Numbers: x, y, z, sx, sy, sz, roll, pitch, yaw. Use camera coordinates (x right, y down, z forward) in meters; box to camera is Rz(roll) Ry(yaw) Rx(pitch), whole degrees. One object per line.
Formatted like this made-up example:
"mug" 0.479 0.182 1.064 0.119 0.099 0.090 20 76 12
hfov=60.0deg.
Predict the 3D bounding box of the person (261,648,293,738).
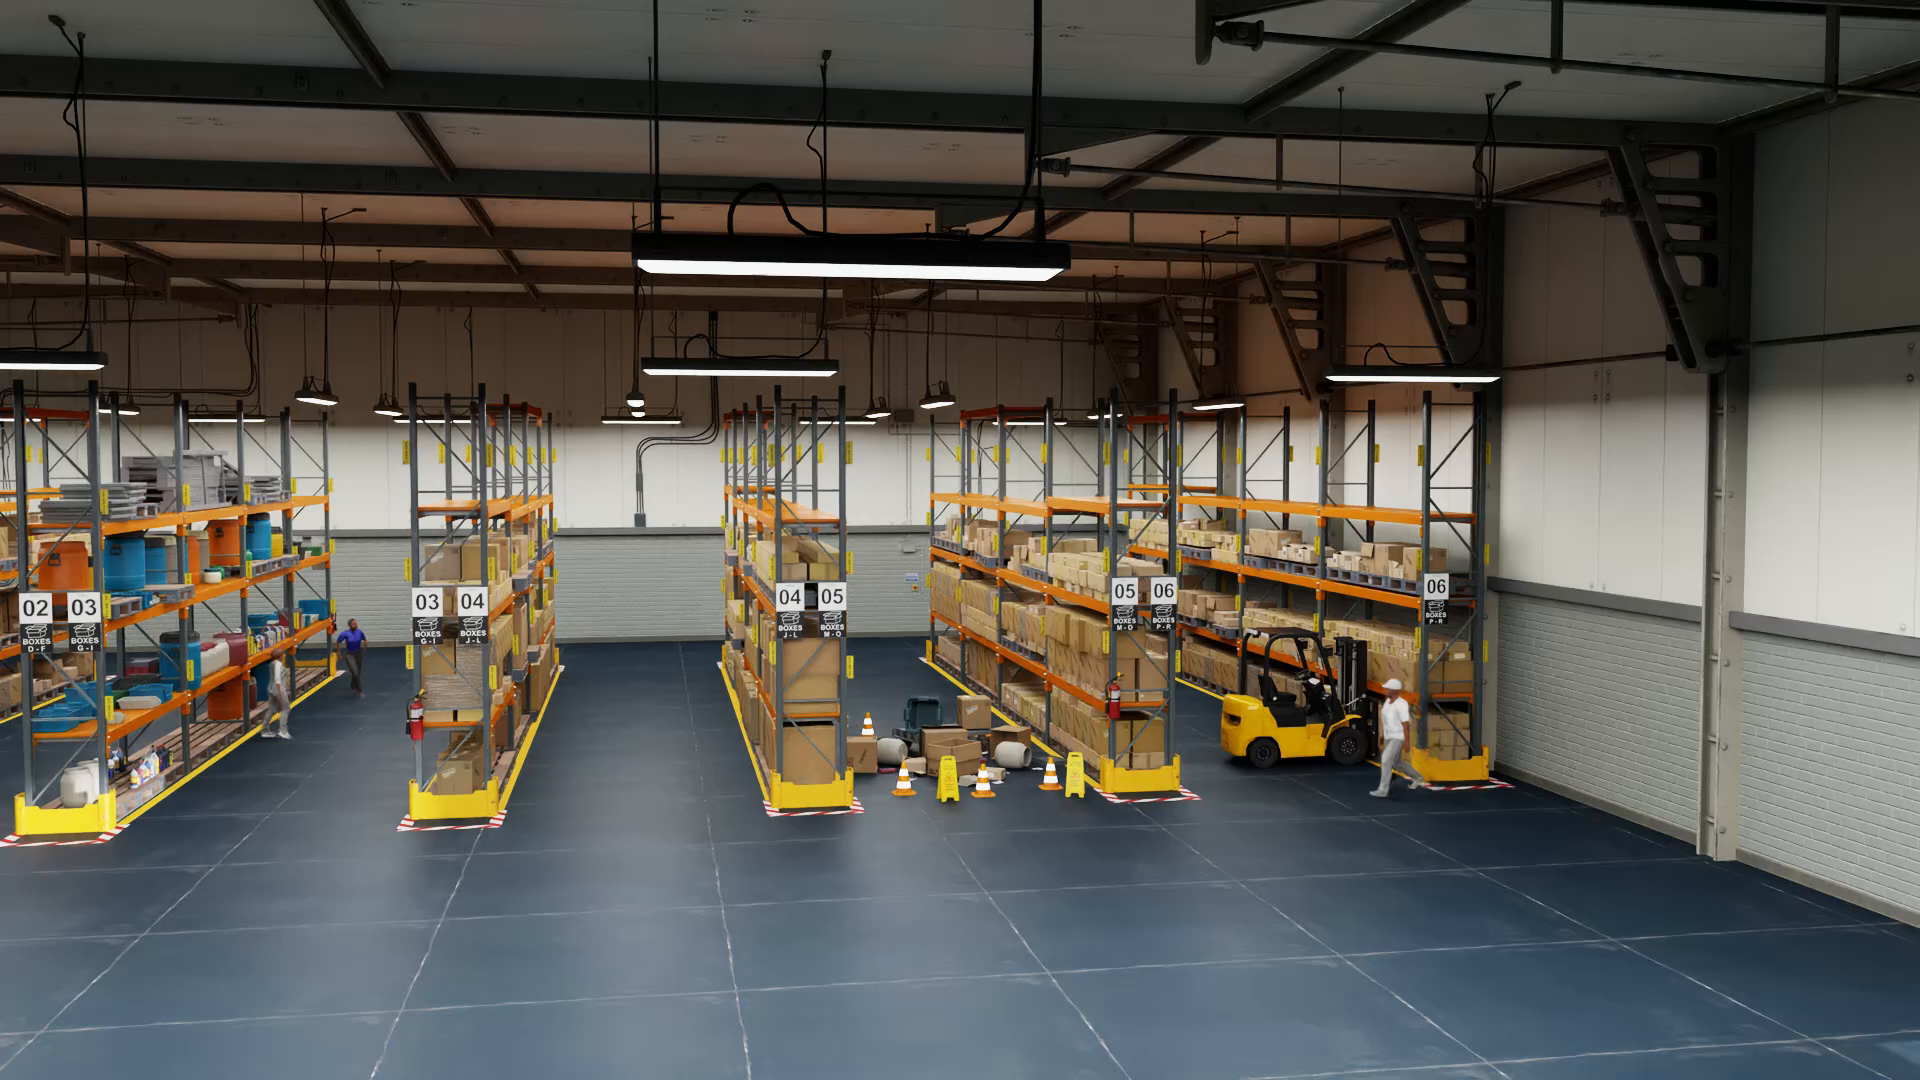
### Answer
"person" -12.172 2.731 29.480 0.488 1.622 0.500 3 4 42

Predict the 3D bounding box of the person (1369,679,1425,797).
"person" 6.421 2.891 24.411 0.995 1.724 0.620 -1 3 -17

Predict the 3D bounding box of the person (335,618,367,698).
"person" -12.652 2.443 34.562 0.661 1.655 0.830 -2 4 -39
